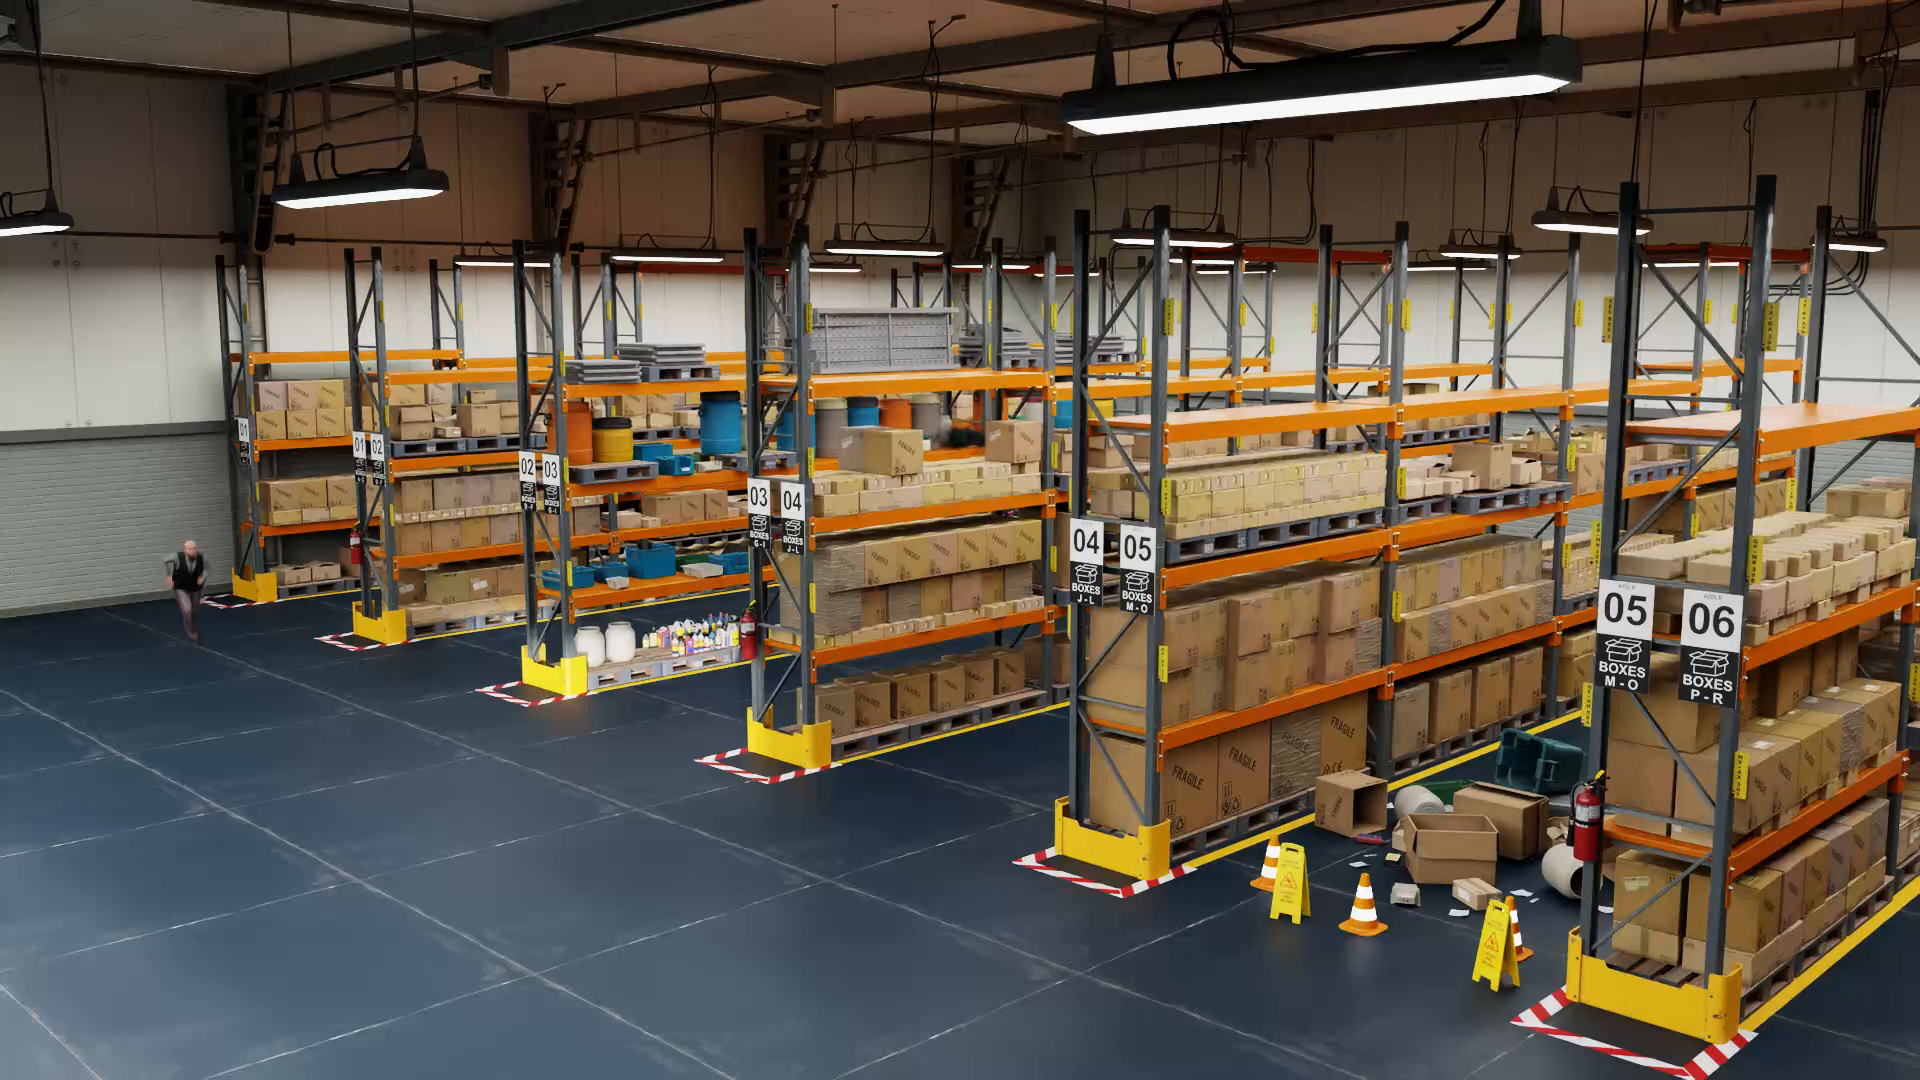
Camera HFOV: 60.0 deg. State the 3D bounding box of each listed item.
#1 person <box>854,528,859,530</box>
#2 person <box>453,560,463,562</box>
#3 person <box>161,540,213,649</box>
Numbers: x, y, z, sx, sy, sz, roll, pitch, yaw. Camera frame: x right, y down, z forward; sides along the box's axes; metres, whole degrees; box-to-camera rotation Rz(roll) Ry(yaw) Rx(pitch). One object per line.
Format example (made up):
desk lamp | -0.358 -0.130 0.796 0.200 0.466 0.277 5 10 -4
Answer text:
person | -2.055 0.039 28.430 0.782 1.791 0.552 -7 11 -40
person | -8.960 0.150 29.961 0.572 1.600 0.644 2 8 16
person | -11.763 0.802 25.340 0.703 1.679 0.990 -5 10 -32
